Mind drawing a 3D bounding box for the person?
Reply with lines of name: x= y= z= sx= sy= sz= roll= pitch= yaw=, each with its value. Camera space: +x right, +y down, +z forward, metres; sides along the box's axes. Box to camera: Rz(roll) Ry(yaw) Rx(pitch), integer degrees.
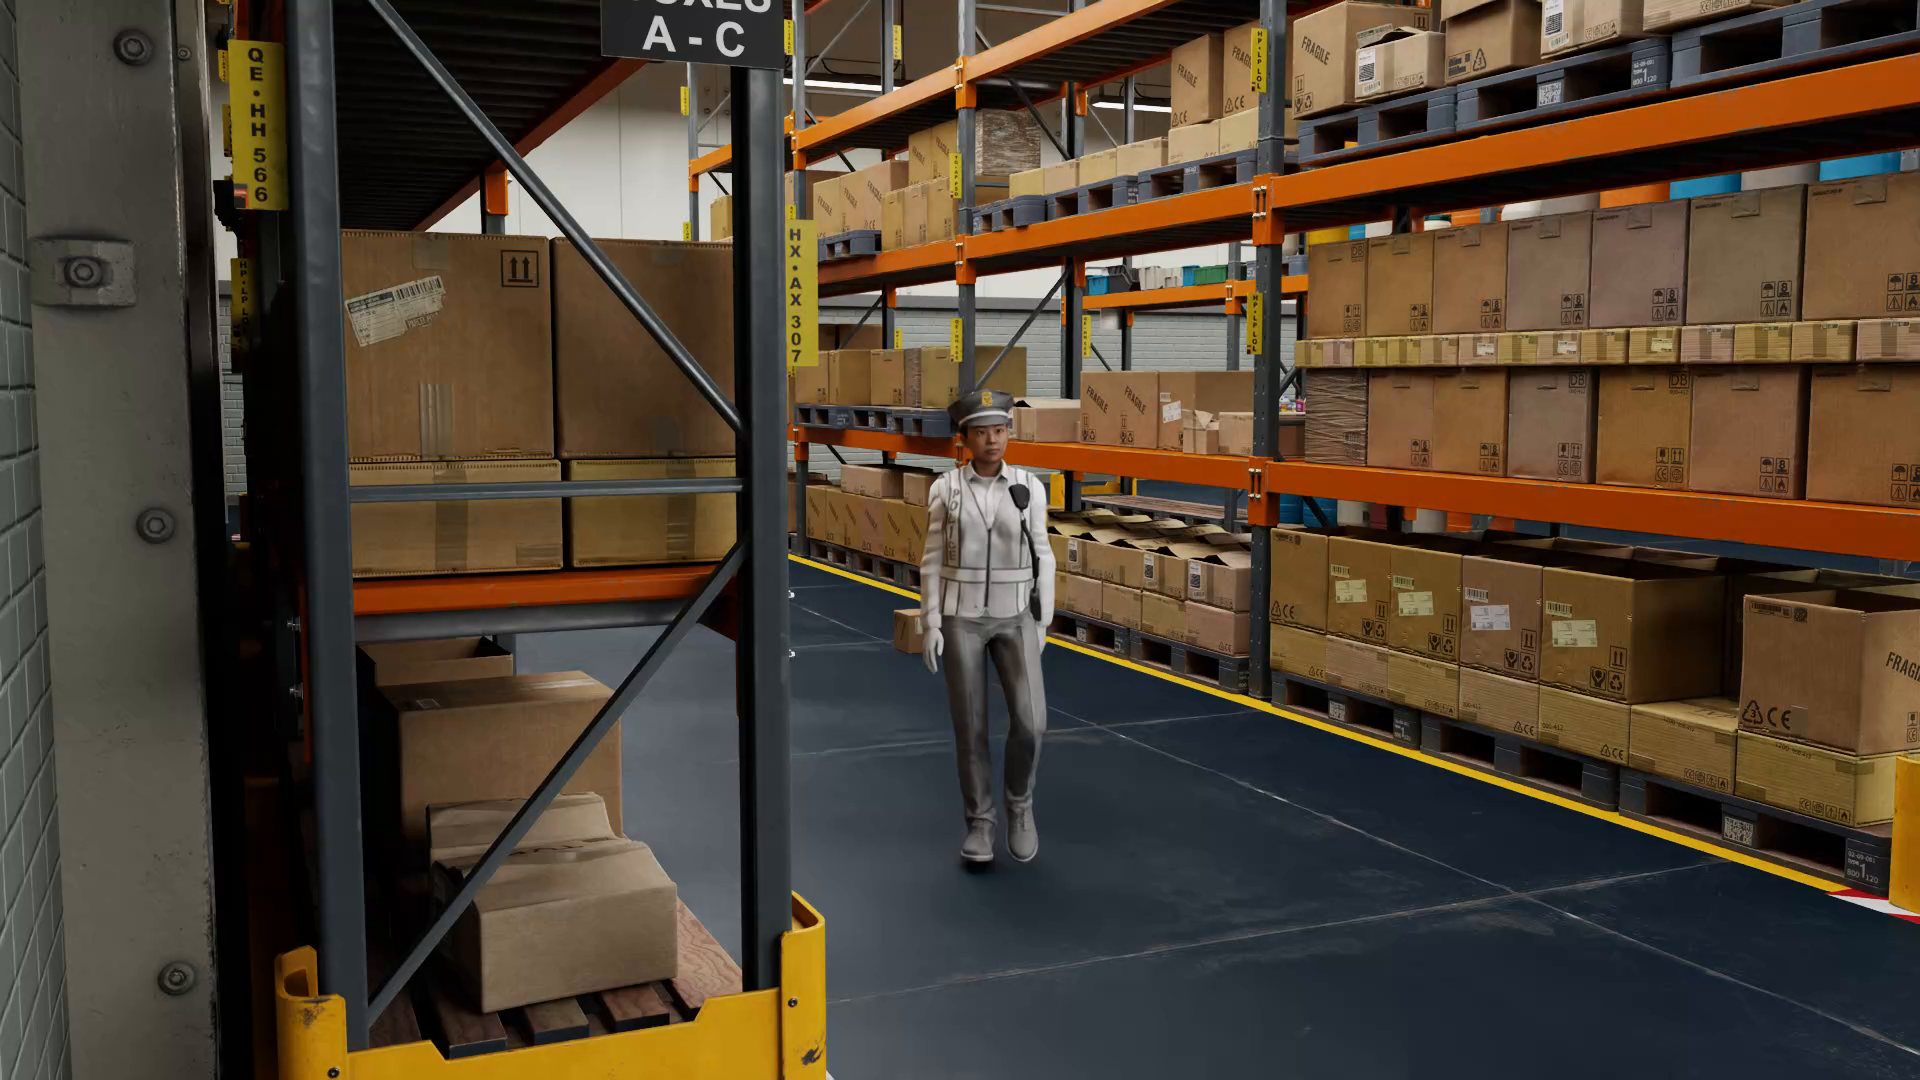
person: x=0.103 y=0.316 z=5.904 sx=0.493 sy=1.699 sz=0.437 roll=0 pitch=5 yaw=-1
